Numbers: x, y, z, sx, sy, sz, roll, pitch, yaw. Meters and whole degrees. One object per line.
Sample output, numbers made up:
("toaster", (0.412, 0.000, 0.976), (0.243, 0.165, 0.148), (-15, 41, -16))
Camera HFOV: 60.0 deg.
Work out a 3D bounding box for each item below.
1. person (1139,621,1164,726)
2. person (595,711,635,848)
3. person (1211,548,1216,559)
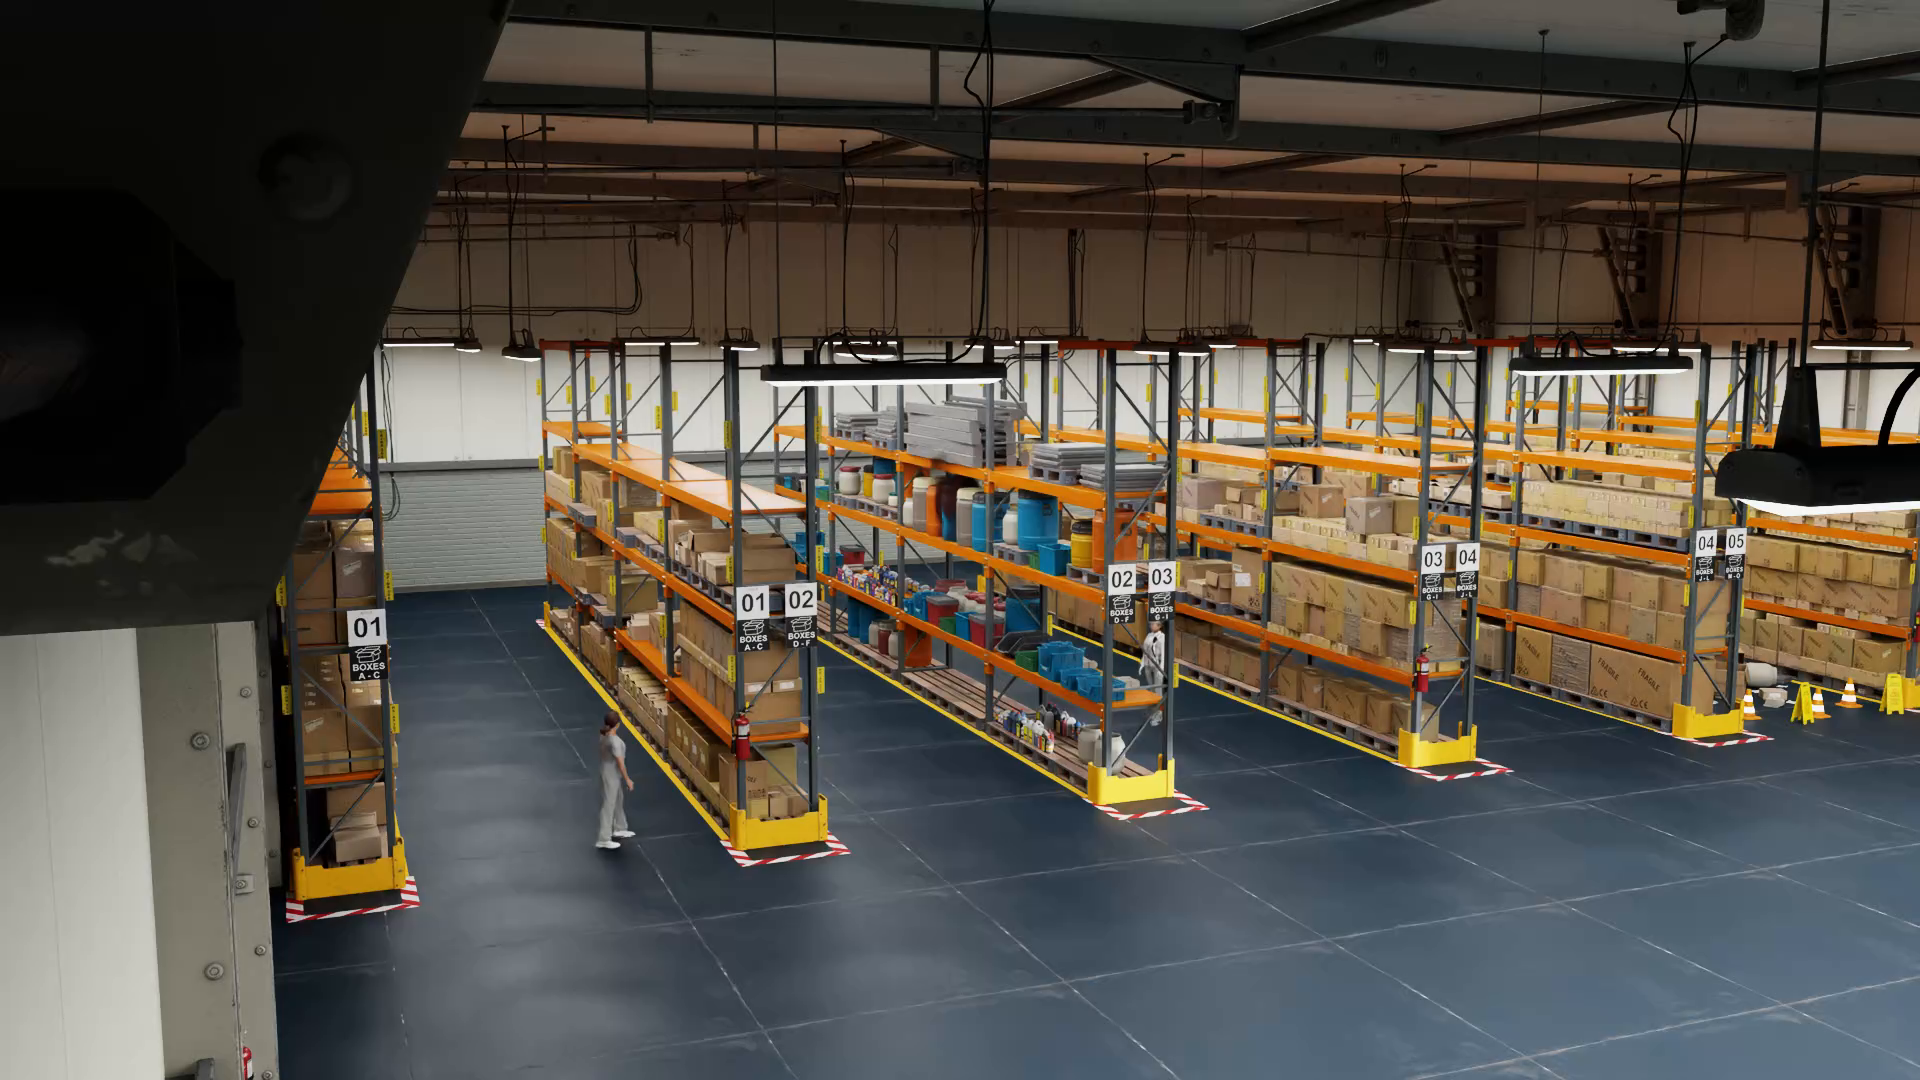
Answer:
("person", (3.081, 2.058, 26.439), (0.447, 1.723, 0.505), (-7, 10, -42))
("person", (-4.208, 2.893, 20.261), (0.543, 1.694, 0.603), (-3, 8, -20))
("person", (6.469, -0.045, 42.814), (0.549, 1.708, 0.438), (-7, 10, -42))
